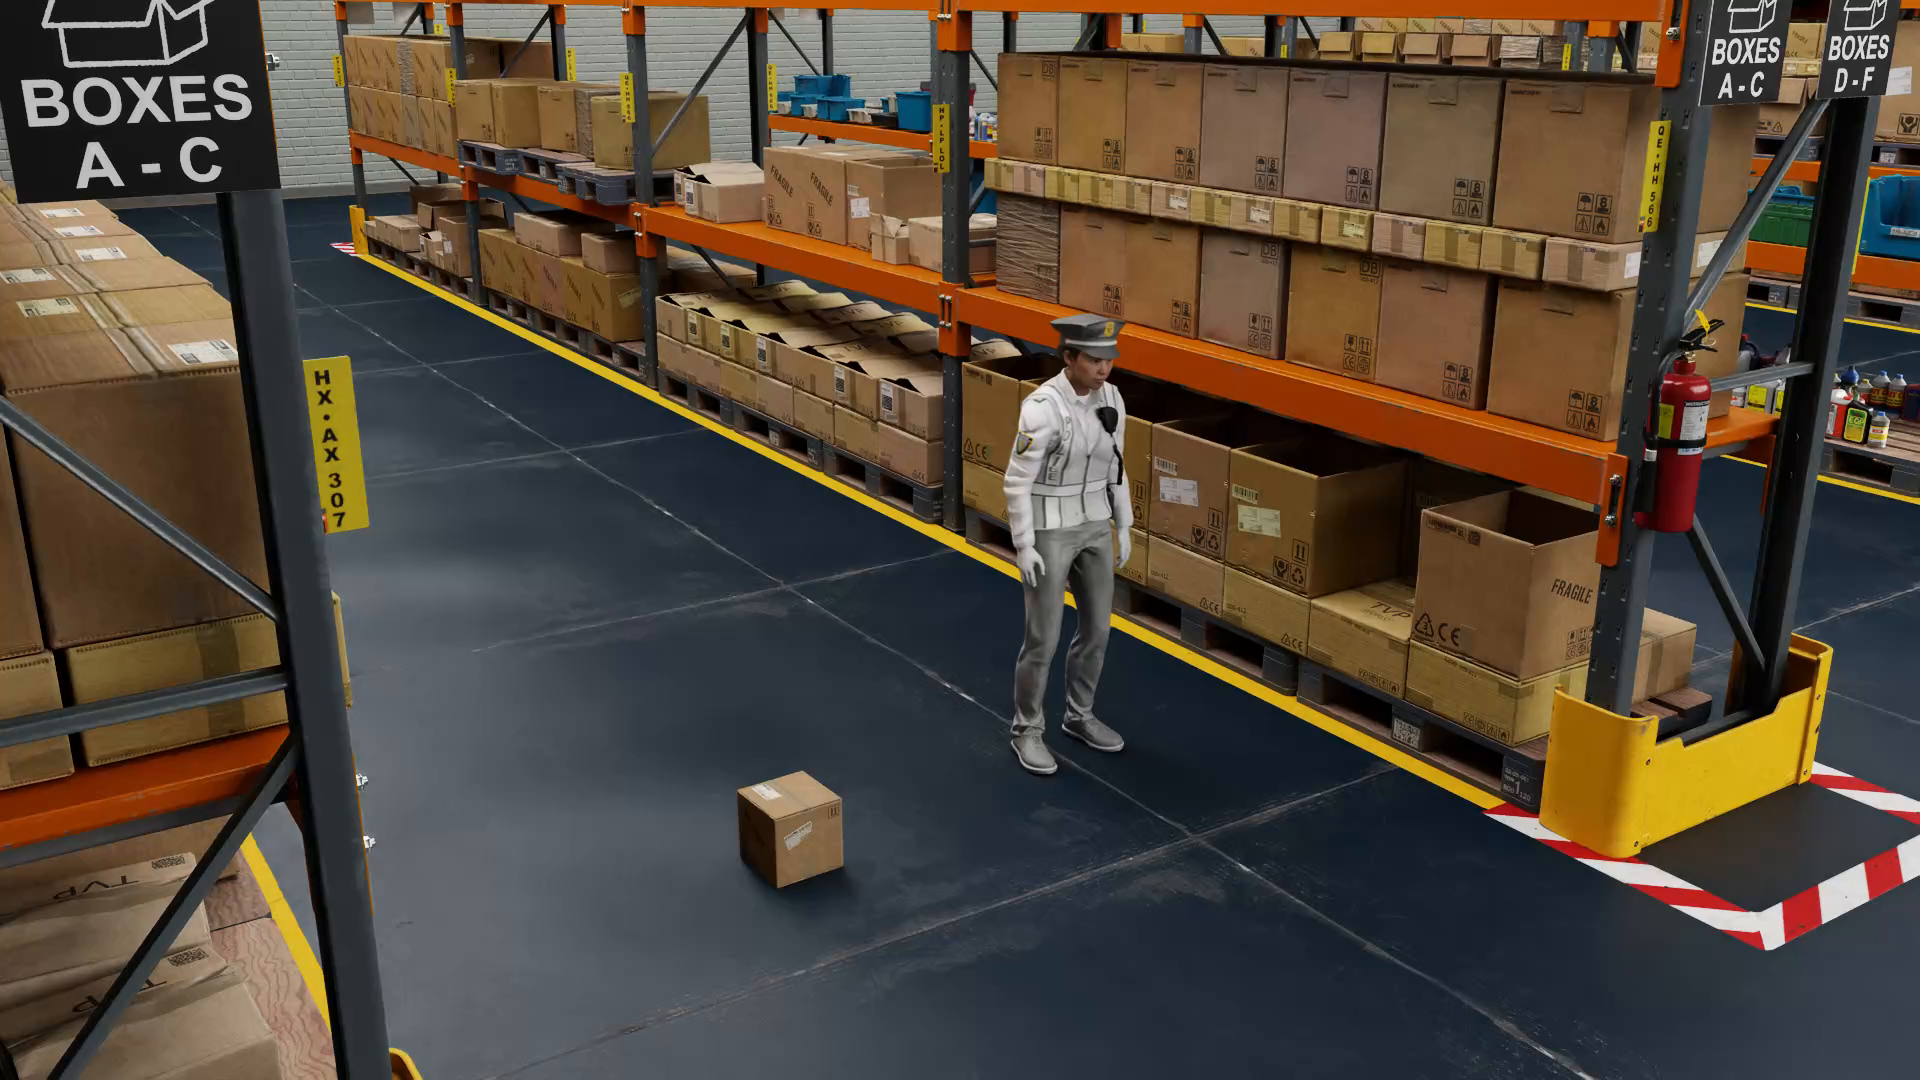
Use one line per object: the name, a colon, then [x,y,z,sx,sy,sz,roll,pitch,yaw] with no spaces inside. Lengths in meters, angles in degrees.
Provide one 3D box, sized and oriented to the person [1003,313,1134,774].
person: [0.404,-0.006,6.070,0.530,1.663,0.371,-12,21,-31]
